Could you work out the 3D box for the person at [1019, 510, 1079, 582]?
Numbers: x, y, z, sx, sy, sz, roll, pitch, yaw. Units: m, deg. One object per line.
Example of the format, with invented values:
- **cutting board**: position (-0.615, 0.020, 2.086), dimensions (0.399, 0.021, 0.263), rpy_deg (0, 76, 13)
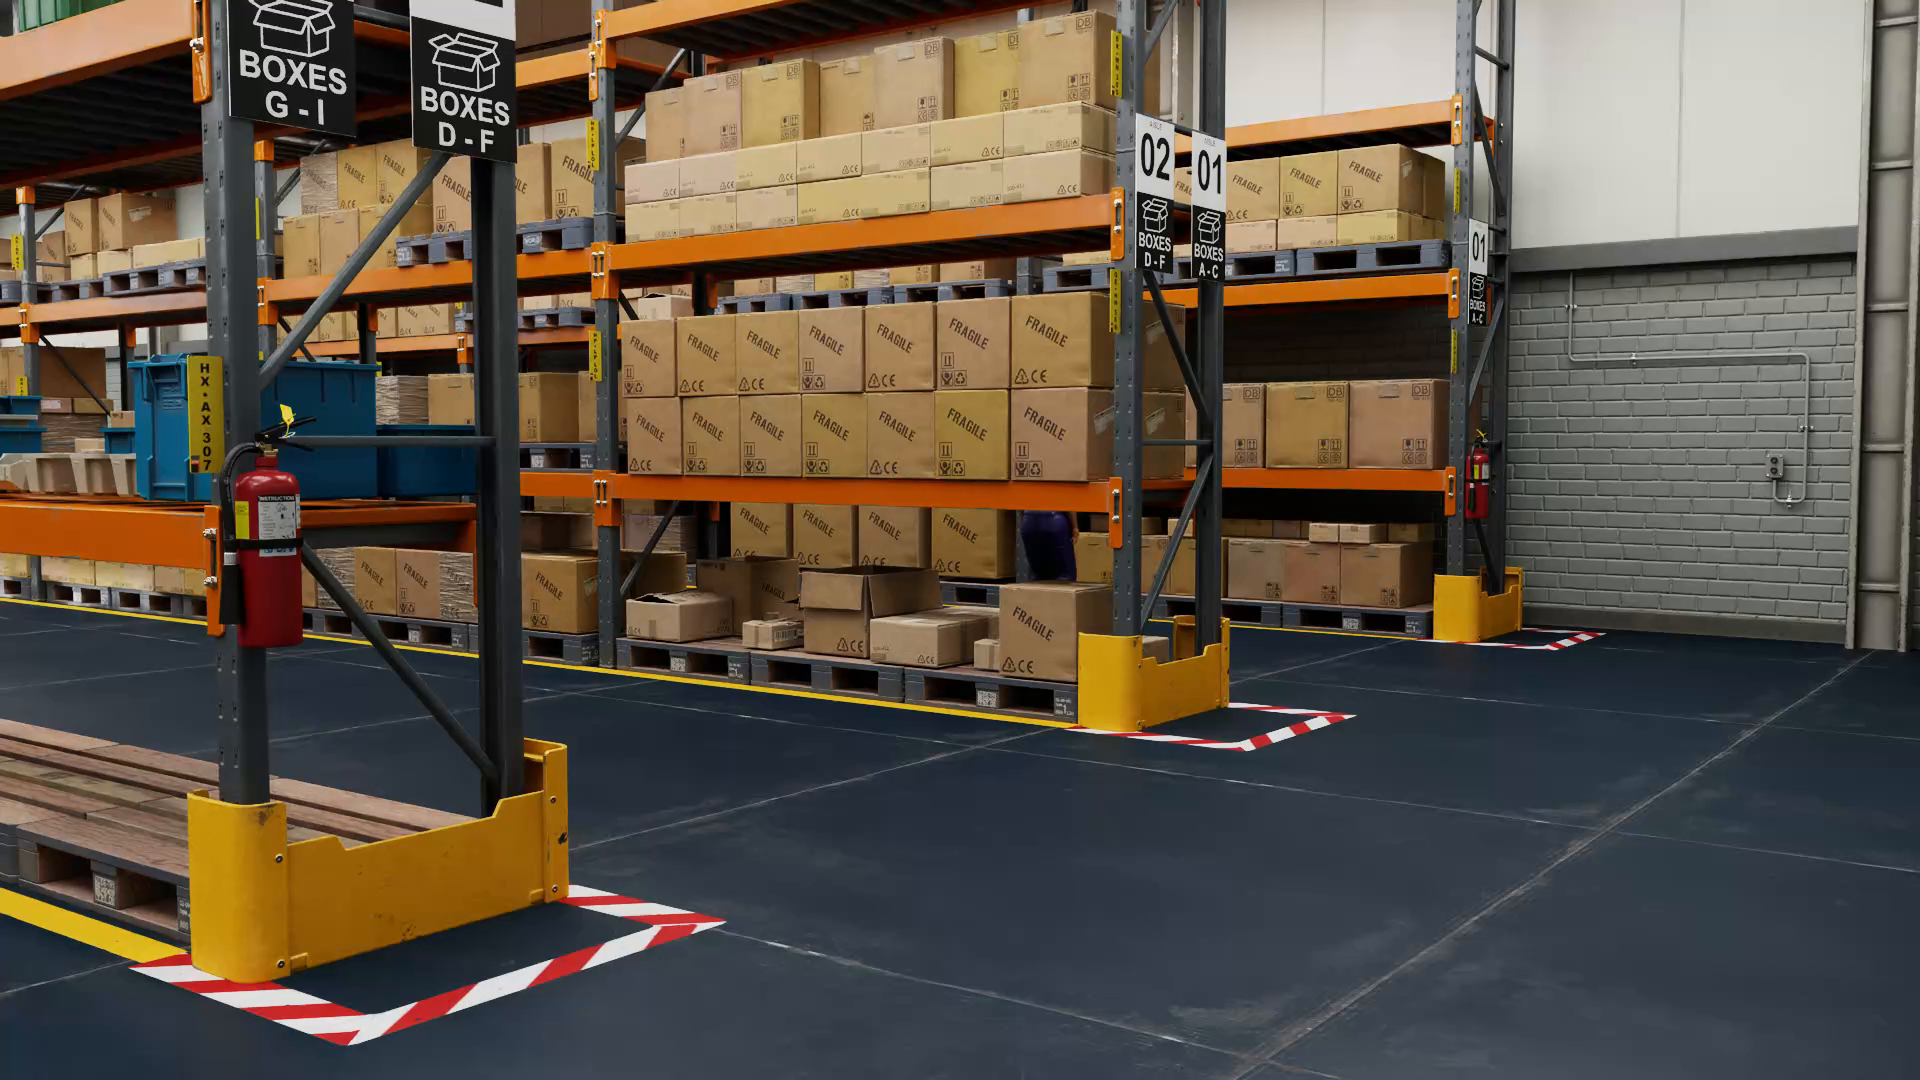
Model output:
- **person**: position (0.721, -0.084, 13.188), dimensions (0.537, 1.651, 0.420), rpy_deg (2, 4, 36)
